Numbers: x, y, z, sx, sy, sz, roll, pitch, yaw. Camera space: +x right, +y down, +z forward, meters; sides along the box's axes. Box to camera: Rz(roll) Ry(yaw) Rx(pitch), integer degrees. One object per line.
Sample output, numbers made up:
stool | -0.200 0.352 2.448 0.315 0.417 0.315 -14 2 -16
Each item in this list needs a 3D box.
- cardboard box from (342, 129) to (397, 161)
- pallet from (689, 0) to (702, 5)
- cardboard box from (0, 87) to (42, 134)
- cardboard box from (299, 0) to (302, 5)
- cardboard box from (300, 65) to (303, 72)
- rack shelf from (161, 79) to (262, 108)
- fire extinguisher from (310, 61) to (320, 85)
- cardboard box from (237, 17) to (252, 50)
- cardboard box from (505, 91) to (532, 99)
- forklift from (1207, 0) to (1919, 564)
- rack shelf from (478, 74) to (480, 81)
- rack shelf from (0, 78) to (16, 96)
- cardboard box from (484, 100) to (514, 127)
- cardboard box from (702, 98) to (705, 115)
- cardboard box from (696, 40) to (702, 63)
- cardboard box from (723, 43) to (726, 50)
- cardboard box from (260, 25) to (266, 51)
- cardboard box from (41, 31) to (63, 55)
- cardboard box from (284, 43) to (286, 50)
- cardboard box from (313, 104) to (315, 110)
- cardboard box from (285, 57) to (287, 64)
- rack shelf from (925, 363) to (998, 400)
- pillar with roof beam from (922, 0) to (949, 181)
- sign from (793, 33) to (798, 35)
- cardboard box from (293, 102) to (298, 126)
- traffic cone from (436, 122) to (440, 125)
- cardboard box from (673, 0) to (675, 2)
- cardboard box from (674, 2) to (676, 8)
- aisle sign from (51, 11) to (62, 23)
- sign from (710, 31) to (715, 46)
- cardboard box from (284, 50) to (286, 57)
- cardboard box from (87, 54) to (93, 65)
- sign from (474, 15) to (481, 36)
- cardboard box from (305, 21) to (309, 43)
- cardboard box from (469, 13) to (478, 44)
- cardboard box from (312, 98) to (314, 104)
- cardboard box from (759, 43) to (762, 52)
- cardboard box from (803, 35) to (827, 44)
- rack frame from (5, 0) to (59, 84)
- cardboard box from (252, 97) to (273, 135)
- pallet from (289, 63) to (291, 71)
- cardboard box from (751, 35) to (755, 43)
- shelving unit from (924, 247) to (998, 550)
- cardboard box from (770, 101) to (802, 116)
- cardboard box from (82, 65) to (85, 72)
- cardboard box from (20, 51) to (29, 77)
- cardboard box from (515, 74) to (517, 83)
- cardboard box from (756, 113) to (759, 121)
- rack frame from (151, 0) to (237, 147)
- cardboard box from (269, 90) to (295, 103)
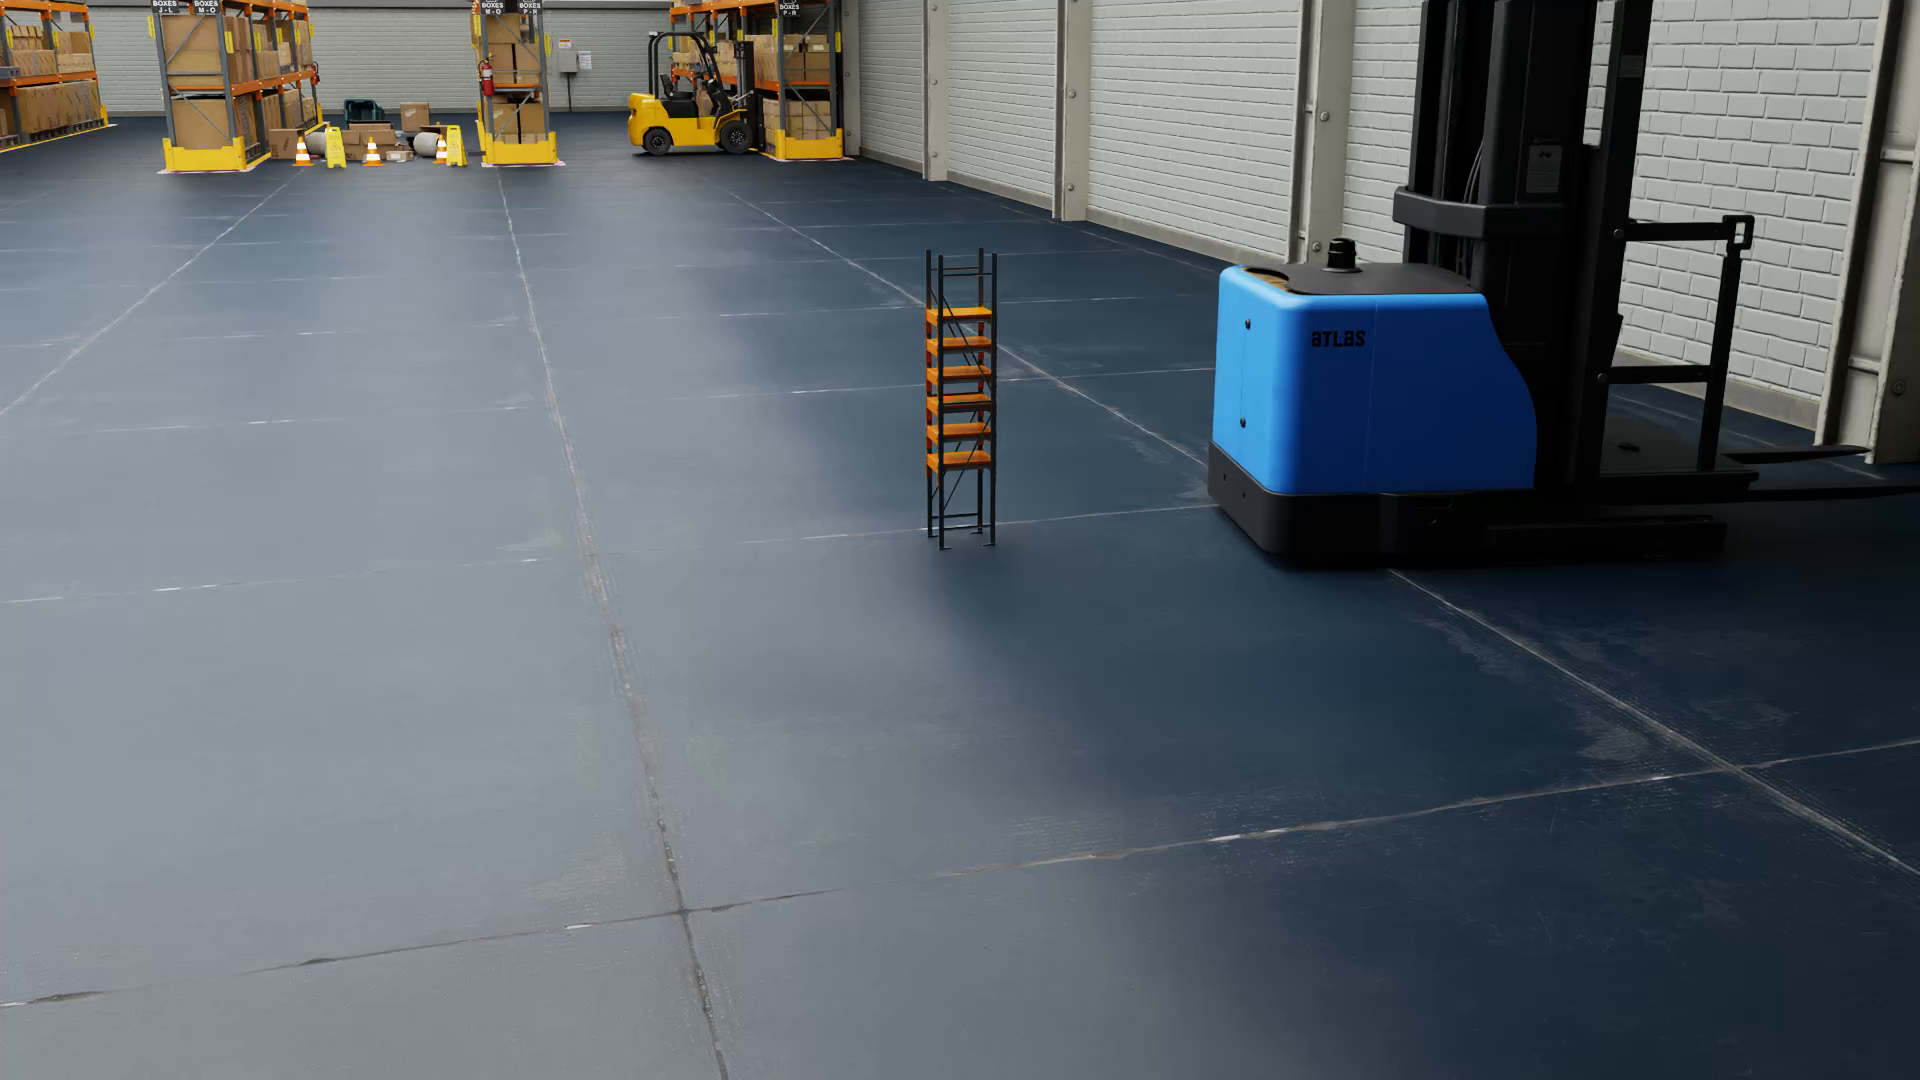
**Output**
cardboard box | -10.373 -6.946 29.201 0.637 0.503 0.797 11 20 32
pallet | -5.582 -12.443 38.273 1.213 0.211 1.003 -5 17 -15
cardboard box | -19.352 -8.661 33.536 1.225 0.875 0.875 -6 18 -18
cardboard box | -15.769 -12.698 39.057 0.500 0.250 0.500 -4 17 -13
cardboard box | -15.590 -11.026 38.880 0.380 0.149 0.250 -4 17 -14
rack shelf | -12.737 -7.645 28.440 1.077 0.370 4.000 -5 17 -15
fire extinguisher | -16.210 -11.753 41.647 0.296 0.674 0.183 -5 17 -15
cardboard box | -12.955 -8.884 29.177 0.875 0.550 0.550 -5 17 -15
cardboard box | -9.764 -9.450 36.161 0.875 0.875 0.875 -5 17 -16
forklift | 2.654 -1.471 6.754 3.031 2.935 1.130 -2 17 -6
rack shelf | -10.204 -10.277 37.203 1.077 0.370 4.000 -5 17 -15
rack shelf | -18.633 -8.388 30.911 1.077 0.370 4.000 -5 17 -15
cardboard box | -8.353 -7.731 30.220 0.500 0.500 0.500 -4 17 -12
cardboard box | -5.777 -10.136 39.097 0.500 0.500 0.500 -5 17 -17
cardboard box | -5.706 -11.306 38.472 0.700 0.500 0.500 -5 17 -16
cardboard box | -4.824 -10.495 35.376 0.380 0.149 0.250 -4 17 -15
cardboard box | -14.132 -9.911 32.822 0.700 0.500 0.500 -5 17 -16
cardboard box | -20.168 -10.974 36.712 0.500 0.500 0.500 -5 17 -15
cardboard box | -14.971 -10.808 36.390 0.380 0.149 0.250 -5 17 -15
cardboard box | -16.165 -10.717 41.125 0.380 0.149 0.250 -5 17 -17
cardboard box | -14.897 -10.456 36.253 0.380 0.149 0.250 -5 18 -18
rack shelf | 0.004 -0.643 6.744 0.258 0.103 0.180 -5 17 -15
pillar with roof beam | -4.499 -9.386 22.558 9.100 9.000 0.400 -5 17 -15
sign | -3.250 -9.853 32.896 0.100 0.325 0.005 -5 17 -15
cardboard box | -14.762 -9.291 36.283 0.500 0.500 0.500 -5 17 -16
traffic cone | -10.242 -7.980 32.713 0.336 0.463 0.334 -5 17 -15
cardboard box | -7.063 -13.899 42.539 0.500 0.250 0.500 -4 17 -14
cardboard box | -7.096 -13.665 42.453 0.380 0.149 0.250 -4 17 -14
aisle sign | -21.689 -12.739 39.630 0.394 0.787 0.004 -5 17 -15
sign | -5.402 -10.933 36.261 0.100 0.325 0.005 -5 17 -15
cardboard box | -14.897 -10.596 36.202 0.380 0.149 0.250 -6 18 -18
cardboard box | -20.993 -11.456 39.619 0.500 0.250 0.500 -5 17 -16
sign | -7.995 -8.523 27.551 0.100 0.325 0.005 -5 17 -15
cardboard box | -16.219 -12.425 40.672 0.500 0.500 0.500 -5 17 -16
cardboard box | -8.177 -8.923 29.014 0.700 0.500 0.500 -5 17 -16
cardboard box | -15.988 -10.721 40.621 0.380 0.149 0.250 -5 17 -16
cardboard box | -3.543 -9.176 30.985 0.380 0.149 0.250 -5 17 -16
cardboard box | -2.571 -8.860 29.416 0.380 0.149 0.250 -5 17 -16
rack frame | -20.282 -10.392 36.333 1.000 3.000 0.127 -5 17 -15
cardboard box | -13.805 -8.098 31.879 1.050 0.750 0.750 -5 17 -15
pallet | -15.415 -10.441 36.831 1.003 0.211 1.213 -5 17 -15
cardboard box | -3.772 -9.531 31.649 0.380 0.149 0.250 -4 17 -14
shelving unit | 0.004 -0.571 6.766 0.258 1.200 0.189 -5 17 -15
cardboard box | -3.111 -7.715 29.734 0.500 0.250 0.500 -4 17 -13
cardboard box | -20.685 -11.023 38.871 0.380 0.149 0.250 -5 17 -16
cardboard box | -19.199 -9.632 33.629 0.500 0.500 0.500 -5 17 -17
cardboard box | -7.433 -7.915 28.523 0.380 0.149 0.250 -4 17 -14
cardboard box | -3.542 -7.902 31.226 0.500 0.250 0.500 -5 17 -15
rack frame | -12.187 -7.437 26.495 1.000 3.000 0.127 -5 17 -15
cardboard box | -14.750 -9.645 36.158 0.500 0.250 0.500 -6 18 -18
